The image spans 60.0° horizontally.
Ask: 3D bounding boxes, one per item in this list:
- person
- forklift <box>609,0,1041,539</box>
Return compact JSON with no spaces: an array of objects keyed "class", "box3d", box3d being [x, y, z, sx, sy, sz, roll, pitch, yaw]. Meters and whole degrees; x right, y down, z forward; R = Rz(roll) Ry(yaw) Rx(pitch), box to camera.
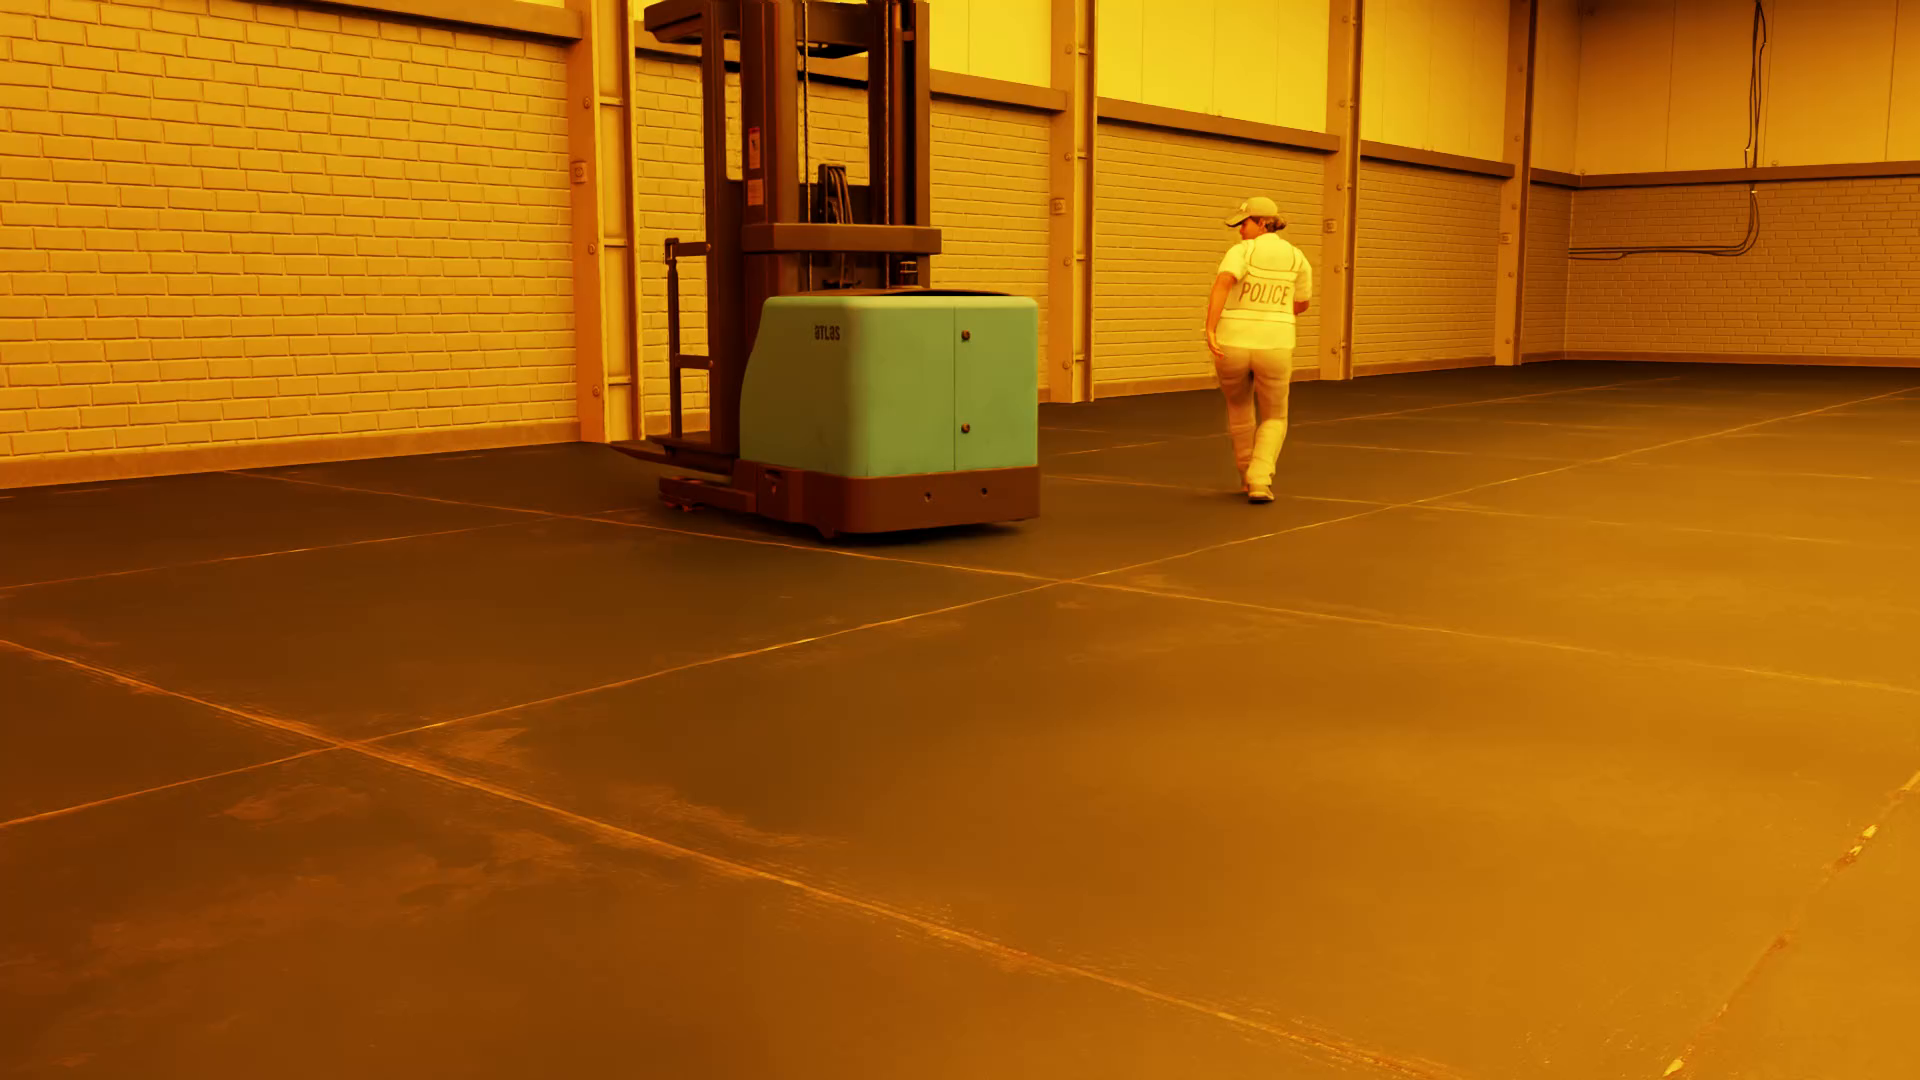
[{"class":"person","box3d":[1.593,-0.992,8.856,0.524,1.647,0.850,2,9,13]},{"class":"forklift","box3d":[-0.885,-1.623,8.372,1.130,2.935,3.031,-6,10,-35]}]
